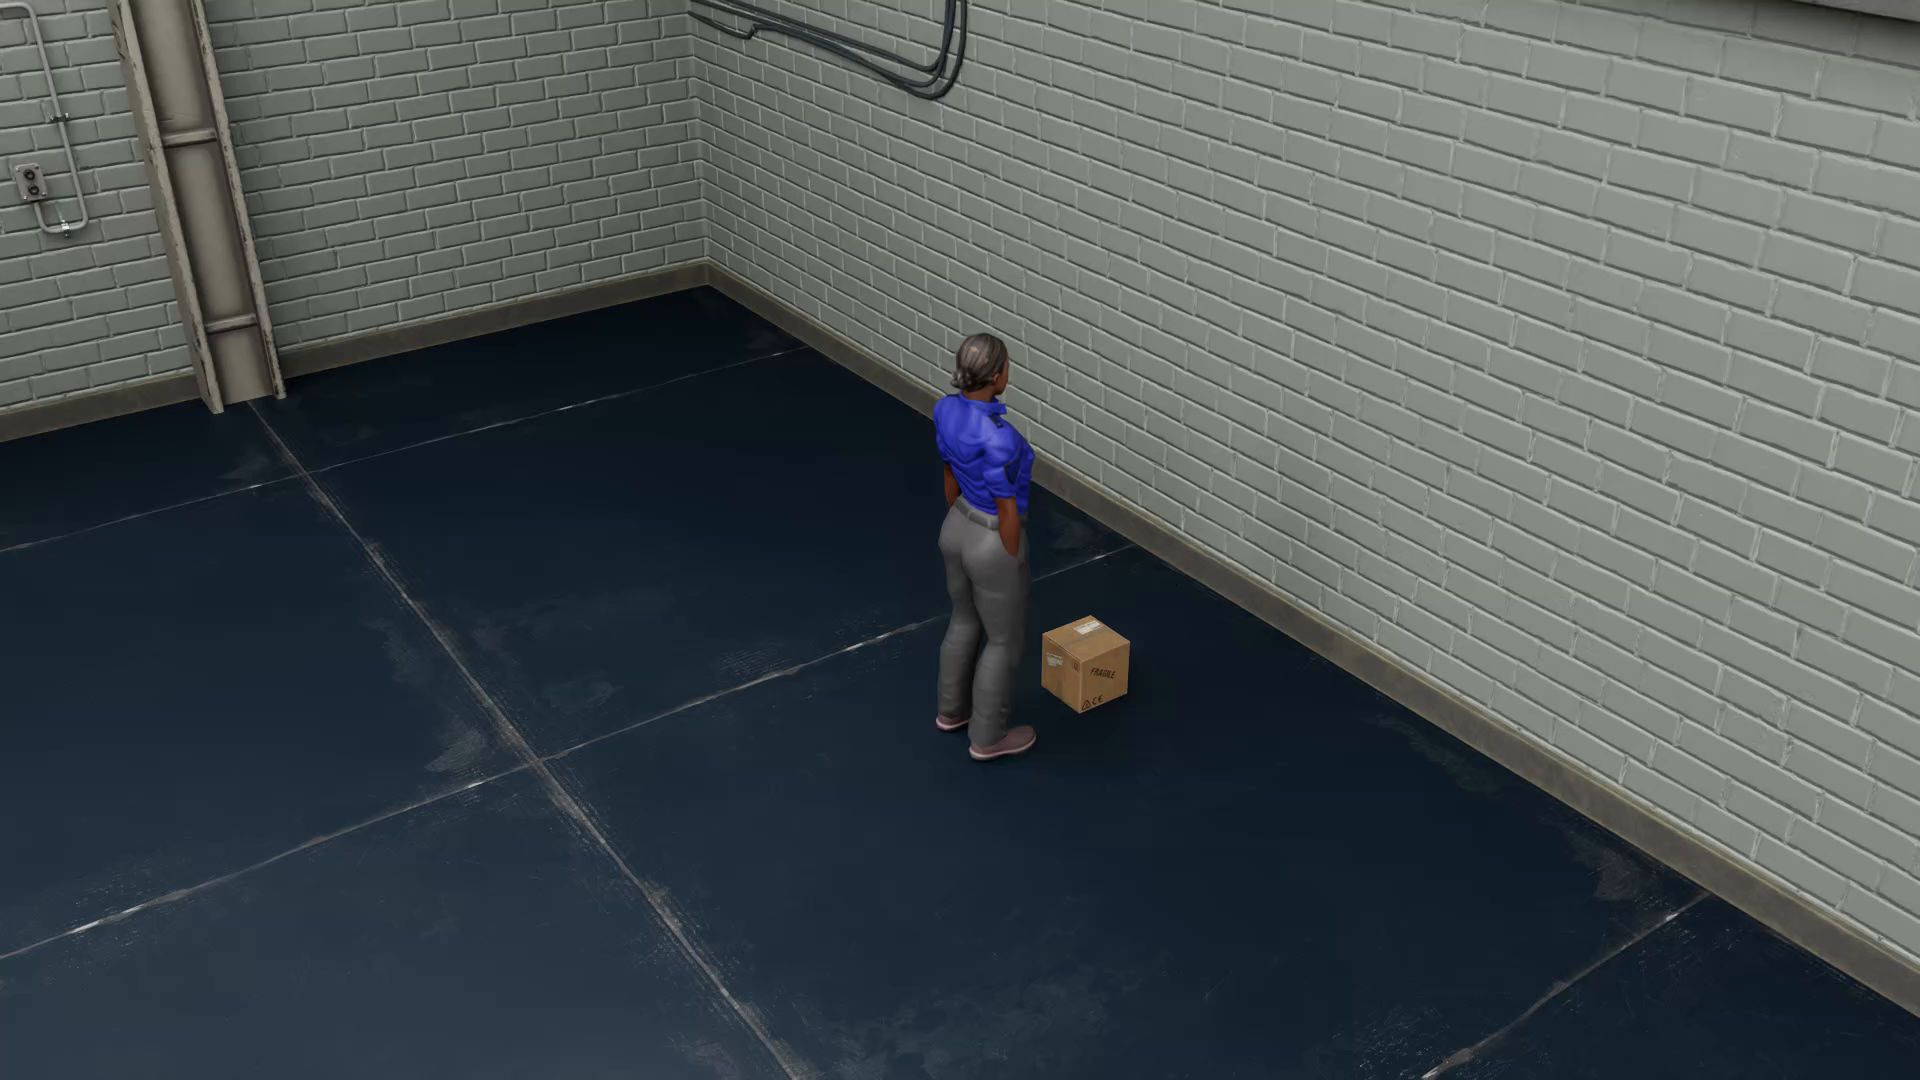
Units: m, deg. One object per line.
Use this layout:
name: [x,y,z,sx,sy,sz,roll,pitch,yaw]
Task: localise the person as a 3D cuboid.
person: [0.086,0.026,6.106,0.298,1.646,0.437,-18,34,-29]
